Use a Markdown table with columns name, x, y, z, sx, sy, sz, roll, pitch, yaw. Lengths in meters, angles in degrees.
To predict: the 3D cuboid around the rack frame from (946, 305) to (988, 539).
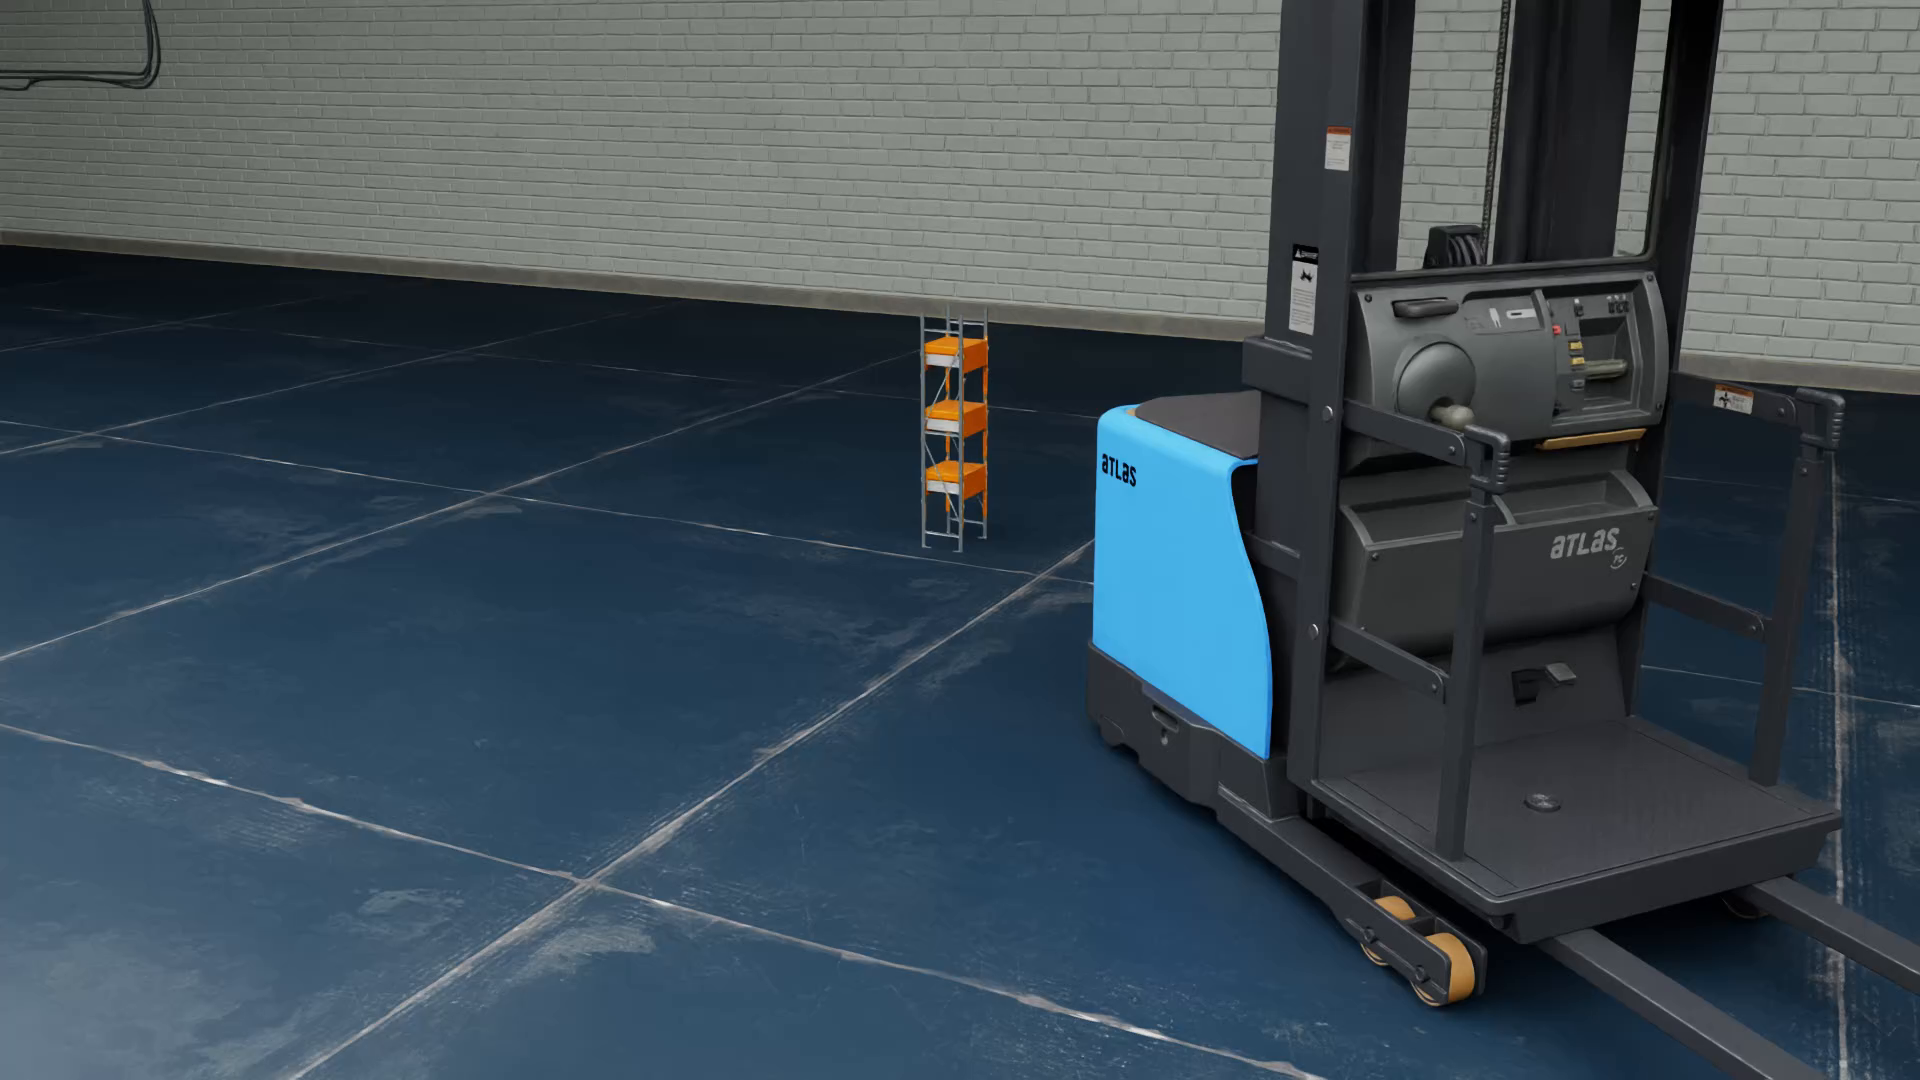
| name | x | y | z | sx | sy | sz | roll | pitch | yaw |
| --- | --- | --- | --- | --- | --- | --- | --- | --- | --- |
| rack frame | 0.031 | -0.521 | 7.434 | 0.200 | 1.050 | 0.008 | 8 | 18 | 25 |

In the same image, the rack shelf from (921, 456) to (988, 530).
| name | x | y | z | sx | sy | sz | roll | pitch | yaw |
| --- | --- | --- | --- | --- | --- | --- | --- | --- | --- |
| rack shelf | -0.024 | -0.213 | 7.411 | 0.215 | 0.259 | 0.240 | 8 | 18 | 25 |

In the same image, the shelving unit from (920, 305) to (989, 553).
| name | x | y | z | sx | sy | sz | roll | pitch | yaw |
| --- | --- | --- | --- | --- | --- | --- | --- | --- | --- |
| shelving unit | -0.024 | -0.490 | 7.329 | 0.215 | 1.050 | 0.252 | 8 | 18 | 25 |

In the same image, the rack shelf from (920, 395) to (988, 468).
| name | x | y | z | sx | sy | sz | roll | pitch | yaw |
| --- | --- | --- | --- | --- | --- | --- | --- | --- | --- |
| rack shelf | -0.024 | -0.479 | 7.332 | 0.215 | 0.259 | 0.240 | 8 | 18 | 25 |

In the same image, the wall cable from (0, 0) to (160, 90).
| name | x | y | z | sx | sy | sz | roll | pitch | yaw |
| --- | --- | --- | --- | --- | --- | --- | --- | --- | --- |
| wall cable | -9.522 | -5.969 | 17.270 | 3.097 | 2.526 | 0.112 | 8 | 18 | 25 |

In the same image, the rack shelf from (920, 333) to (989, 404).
| name | x | y | z | sx | sy | sz | roll | pitch | yaw |
| --- | --- | --- | --- | --- | --- | --- | --- | --- | --- |
| rack shelf | -0.024 | -0.752 | 7.251 | 0.215 | 0.259 | 0.240 | 8 | 18 | 25 |

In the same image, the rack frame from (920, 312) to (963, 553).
| name | x | y | z | sx | sy | sz | roll | pitch | yaw |
| --- | --- | --- | --- | --- | --- | --- | --- | --- | --- |
| rack frame | -0.078 | -0.459 | 7.224 | 0.200 | 1.050 | 0.008 | 8 | 18 | 25 |

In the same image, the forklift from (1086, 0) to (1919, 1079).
| name | x | y | z | sx | sy | sz | roll | pitch | yaw |
| --- | --- | --- | --- | --- | --- | --- | --- | --- | --- |
| forklift | 1.465 | -0.459 | 3.923 | 1.130 | 2.935 | 3.031 | -7 | 18 | -23 |
